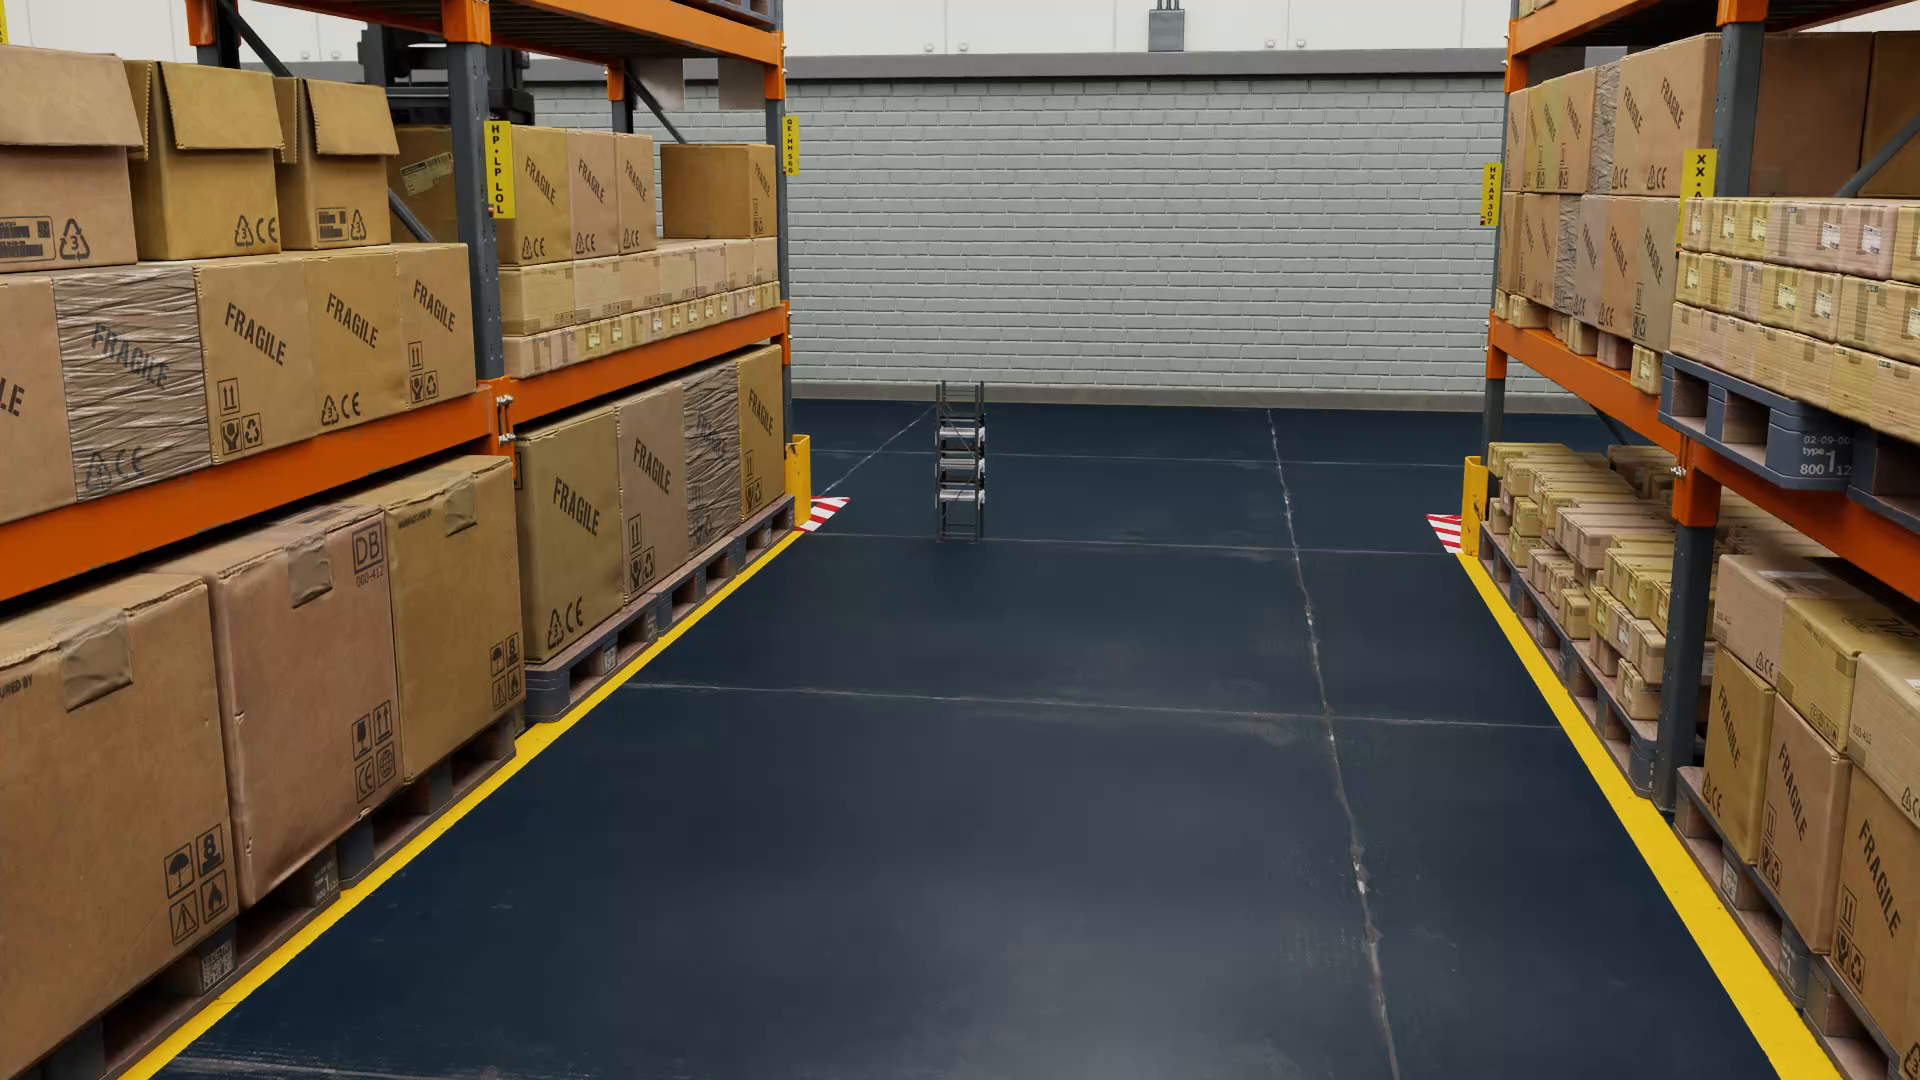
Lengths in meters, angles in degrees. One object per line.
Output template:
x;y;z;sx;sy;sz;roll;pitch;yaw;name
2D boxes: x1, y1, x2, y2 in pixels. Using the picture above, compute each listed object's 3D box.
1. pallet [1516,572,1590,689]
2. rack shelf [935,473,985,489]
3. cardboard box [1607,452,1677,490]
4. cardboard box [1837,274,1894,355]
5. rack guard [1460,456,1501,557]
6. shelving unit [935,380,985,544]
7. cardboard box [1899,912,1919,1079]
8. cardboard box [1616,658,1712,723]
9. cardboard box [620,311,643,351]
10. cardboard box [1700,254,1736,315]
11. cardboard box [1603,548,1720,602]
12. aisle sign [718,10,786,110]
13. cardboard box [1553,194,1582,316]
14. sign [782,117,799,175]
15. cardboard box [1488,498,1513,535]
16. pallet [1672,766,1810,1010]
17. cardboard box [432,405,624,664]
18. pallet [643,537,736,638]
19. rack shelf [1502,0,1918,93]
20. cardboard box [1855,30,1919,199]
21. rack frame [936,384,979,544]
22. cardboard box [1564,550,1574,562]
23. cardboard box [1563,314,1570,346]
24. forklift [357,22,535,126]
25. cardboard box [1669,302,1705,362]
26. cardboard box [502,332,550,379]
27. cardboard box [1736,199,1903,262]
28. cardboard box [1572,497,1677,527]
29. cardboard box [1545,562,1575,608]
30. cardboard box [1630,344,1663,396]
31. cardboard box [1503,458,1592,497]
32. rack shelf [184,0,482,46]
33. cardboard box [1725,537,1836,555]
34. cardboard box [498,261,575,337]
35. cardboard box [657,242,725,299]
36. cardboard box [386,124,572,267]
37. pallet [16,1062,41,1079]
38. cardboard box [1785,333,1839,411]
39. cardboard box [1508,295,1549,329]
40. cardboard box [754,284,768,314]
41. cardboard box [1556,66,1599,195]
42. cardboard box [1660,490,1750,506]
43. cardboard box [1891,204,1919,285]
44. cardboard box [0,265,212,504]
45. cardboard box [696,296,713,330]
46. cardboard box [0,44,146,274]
3.019;0.392;7.173;1.003;0.211;1.213;2;12;9;pallet
0.001;-0.321;9.432;0.258;0.077;0.200;2;12;9;rack shelf
3.455;-0.342;8.317;0.380;0.149;0.250;2;12;10;cardboard box
2.054;-0.463;3.415;0.380;0.149;0.250;2;12;8;cardboard box
3.369;-0.170;9.097;1.175;0.500;0.348;2;12;9;rack guard
0.001;-0.442;9.406;0.258;0.900;0.210;2;12;9;shelving unit
2.142;0.910;3.088;0.500;0.500;0.500;1;12;6;cardboard box
2.489;0.520;5.730;0.380;0.149;0.250;2;12;9;cardboard box
-1.587;-0.903;7.159;0.380;0.149;0.250;2;12;8;cardboard box
2.213;-0.682;4.433;0.380;0.149;0.250;2;12;8;cardboard box
2.595;0.133;6.114;0.380;0.149;0.250;2;12;8;cardboard box
-1.197;-2.866;9.501;0.394;0.787;0.004;2;12;9;aisle sign
2.822;-1.198;6.988;0.500;0.500;0.500;2;12;7;cardboard box
-0.970;-2.251;9.509;0.100;0.325;0.005;2;12;9;sign
2.984;-0.121;8.706;0.380;0.149;0.250;2;12;10;cardboard box
2.647;0.950;4.585;1.003;0.211;1.213;2;12;9;pallet
-1.939;-0.059;6.692;0.875;0.875;0.875;2;12;9;cardboard box
-1.740;0.195;8.085;1.003;0.211;1.213;2;12;9;pallet
3.073;-2.107;6.735;1.077;0.370;4.000;2;12;9;rack shelf
3.076;-1.345;5.296;0.500;0.500;0.500;2;12;10;cardboard box
-0.014;-0.420;9.308;0.240;0.900;0.006;2;12;9;rack frame
2.904;0.011;7.389;0.380;0.149;0.250;3;12;12;cardboard box
2.818;-0.902;7.156;0.380;0.149;0.250;2;12;11;cardboard box
-2.981;-1.502;9.504;1.130;2.935;3.031;-1;12;-5;forklift
2.251;-0.591;4.715;0.380;0.149;0.250;1;12;6;cardboard box
-1.746;-0.685;6.149;0.380;0.149;0.250;2;12;9;cardboard box
2.172;-0.770;4.135;0.380;0.149;0.250;2;12;9;cardboard box
2.838;-0.083;7.115;0.380;0.149;0.250;2;12;9;cardboard box
2.759;0.201;7.209;0.380;0.149;0.250;2;12;9;cardboard box
2.510;-0.577;5.647;0.380;0.149;0.250;2;12;7;cardboard box
2.876;-0.303;8.137;0.380;0.149;0.250;2;12;8;cardboard box
-2.427;-1.456;3.715;1.077;0.370;4.000;2;12;9;rack shelf
3.132;0.092;6.303;0.380;0.149;0.250;2;12;7;cardboard box
-1.789;-0.919;6.286;0.500;0.250;0.500;2;12;8;cardboard box
-1.473;-1.341;8.246;0.500;0.250;0.500;1;12;7;cardboard box
-1.793;-1.287;6.217;0.500;0.500;0.500;2;12;9;cardboard box
-2.539;1.277;3.067;1.003;0.211;1.213;2;12;9;pallet
2.093;-0.376;3.717;0.380;0.149;0.250;1;12;6;cardboard box
2.915;-1.120;8.166;0.380;0.149;0.250;2;12;7;cardboard box
-1.272;-1.328;9.132;0.380;0.149;0.250;2;12;9;cardboard box
2.801;-1.687;6.886;0.500;0.500;0.500;1;12;7;cardboard box
3.301;-0.123;7.302;0.380;0.149;0.250;1;12;7;cardboard box
2.015;-0.556;3.142;0.380;0.149;0.250;2;12;10;cardboard box
-2.160;-0.384;3.918;0.500;0.500;0.500;2;12;9;cardboard box
-1.429;-1.116;8.146;0.380;0.149;0.250;2;12;9;cardboard box
-2.407;-0.891;3.889;0.797;0.503;0.637;2;12;10;cardboard box
